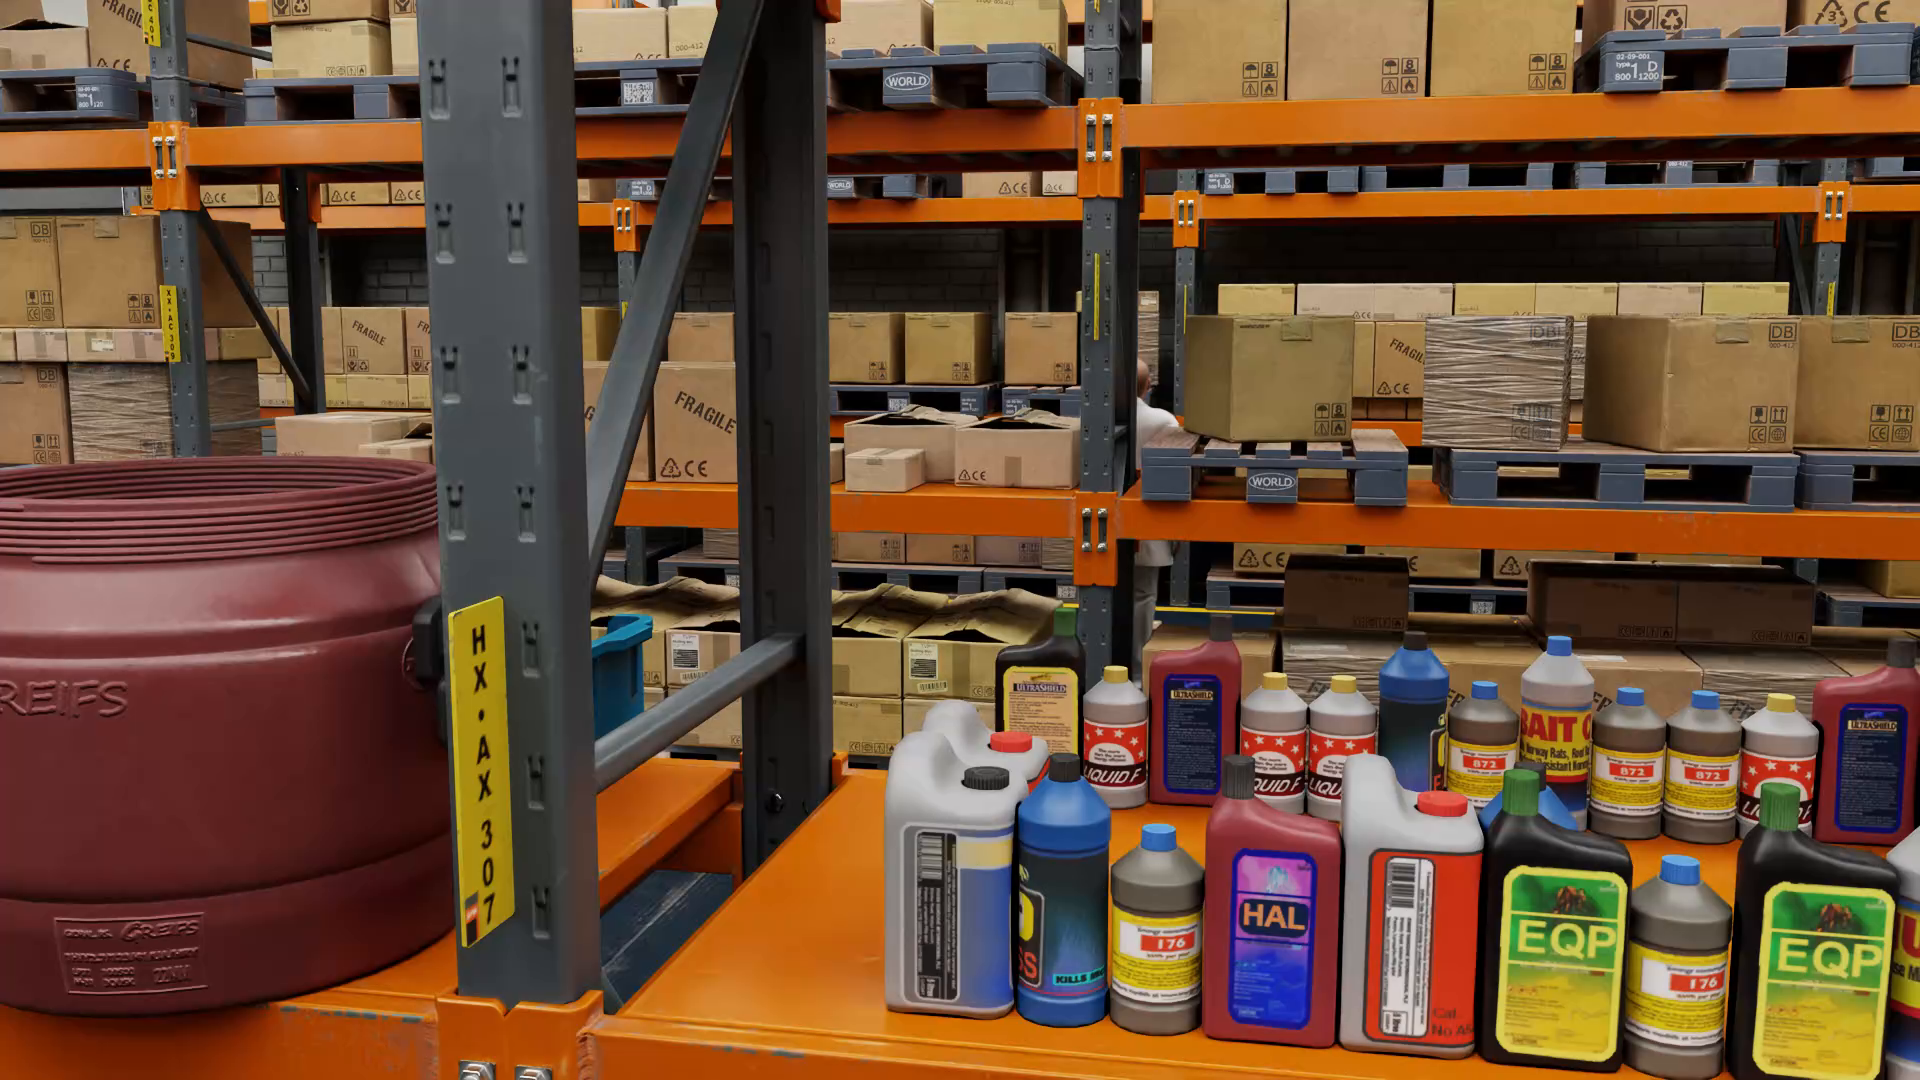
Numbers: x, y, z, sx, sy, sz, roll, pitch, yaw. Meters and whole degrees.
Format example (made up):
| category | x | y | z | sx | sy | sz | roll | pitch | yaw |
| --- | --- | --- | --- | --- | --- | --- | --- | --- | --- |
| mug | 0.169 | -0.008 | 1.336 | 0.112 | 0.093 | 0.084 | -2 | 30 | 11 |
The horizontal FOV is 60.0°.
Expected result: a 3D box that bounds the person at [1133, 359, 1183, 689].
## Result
| category | x | y | z | sx | sy | sz | roll | pitch | yaw |
| --- | --- | --- | --- | --- | --- | --- | --- | --- | --- |
| person | 0.933 | -0.086 | 8.983 | 0.618 | 1.792 | 0.403 | 2 | 8 | 11 |
